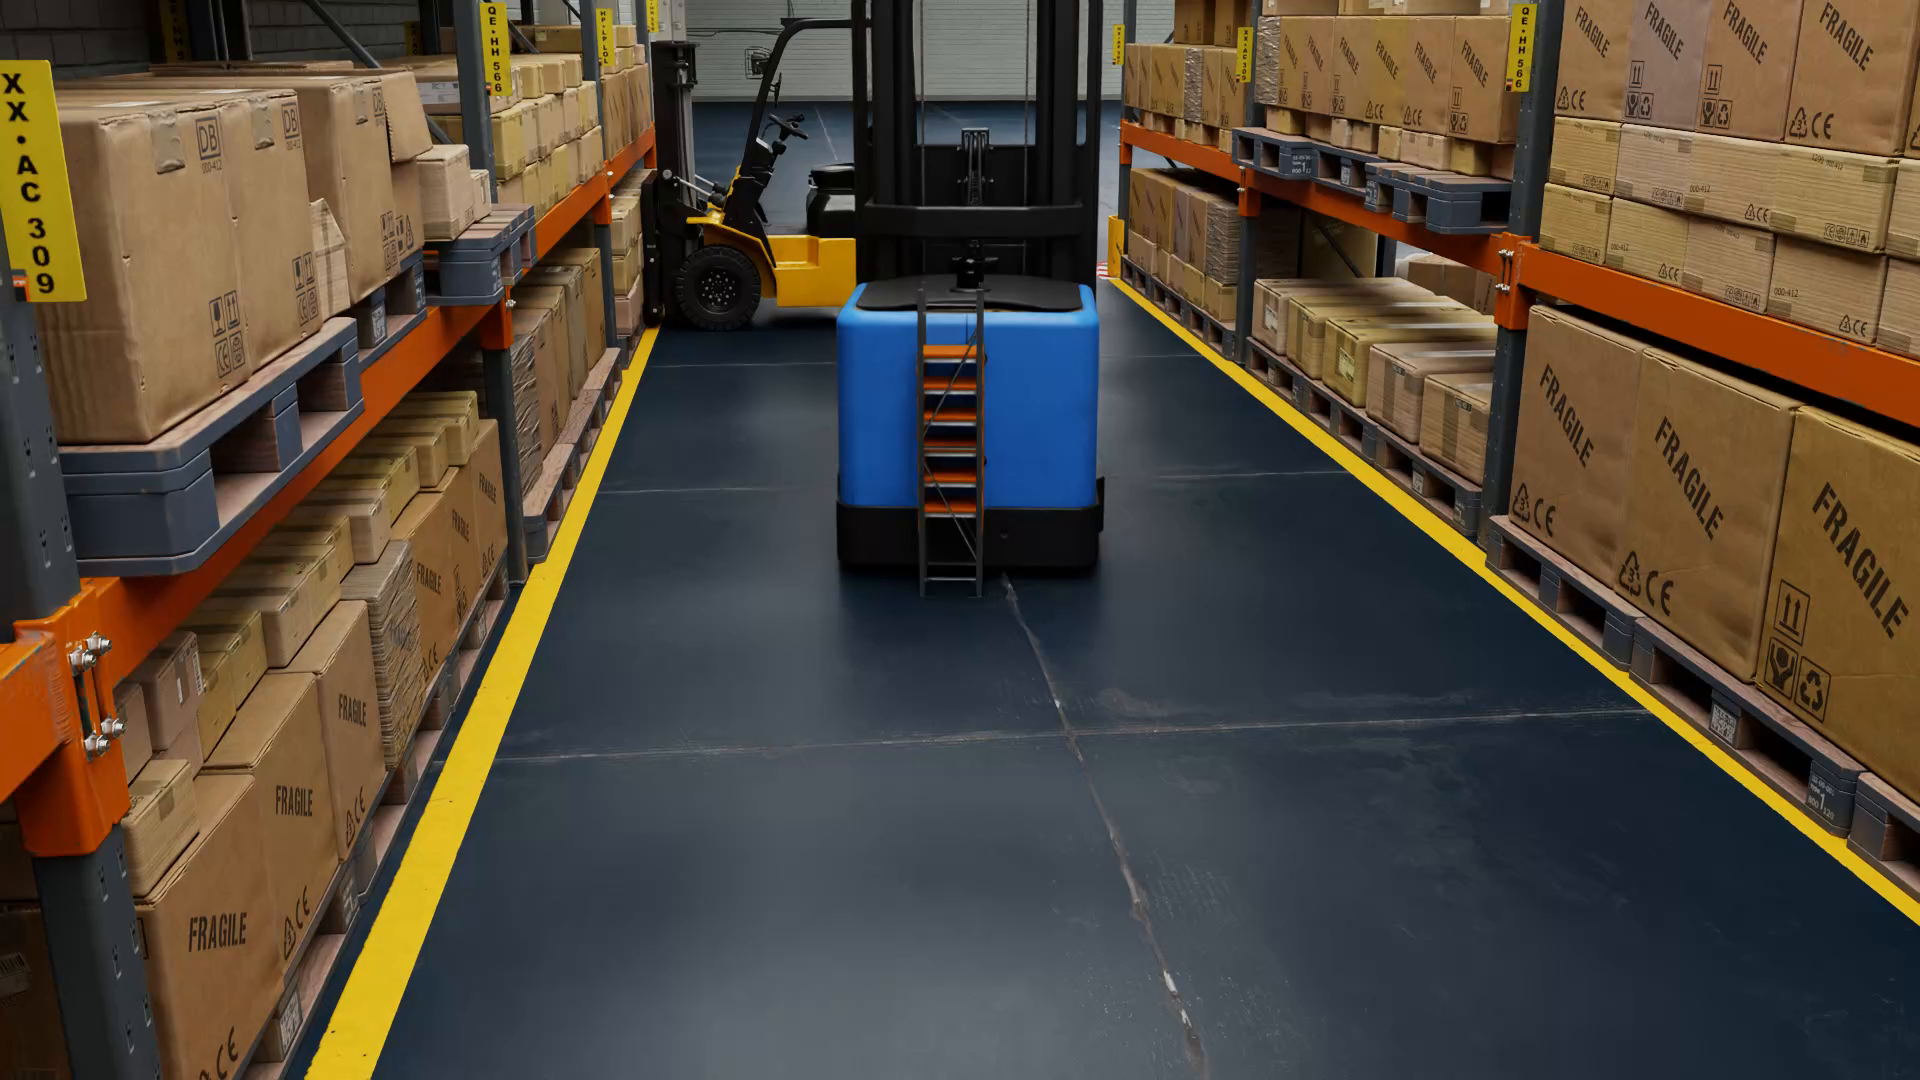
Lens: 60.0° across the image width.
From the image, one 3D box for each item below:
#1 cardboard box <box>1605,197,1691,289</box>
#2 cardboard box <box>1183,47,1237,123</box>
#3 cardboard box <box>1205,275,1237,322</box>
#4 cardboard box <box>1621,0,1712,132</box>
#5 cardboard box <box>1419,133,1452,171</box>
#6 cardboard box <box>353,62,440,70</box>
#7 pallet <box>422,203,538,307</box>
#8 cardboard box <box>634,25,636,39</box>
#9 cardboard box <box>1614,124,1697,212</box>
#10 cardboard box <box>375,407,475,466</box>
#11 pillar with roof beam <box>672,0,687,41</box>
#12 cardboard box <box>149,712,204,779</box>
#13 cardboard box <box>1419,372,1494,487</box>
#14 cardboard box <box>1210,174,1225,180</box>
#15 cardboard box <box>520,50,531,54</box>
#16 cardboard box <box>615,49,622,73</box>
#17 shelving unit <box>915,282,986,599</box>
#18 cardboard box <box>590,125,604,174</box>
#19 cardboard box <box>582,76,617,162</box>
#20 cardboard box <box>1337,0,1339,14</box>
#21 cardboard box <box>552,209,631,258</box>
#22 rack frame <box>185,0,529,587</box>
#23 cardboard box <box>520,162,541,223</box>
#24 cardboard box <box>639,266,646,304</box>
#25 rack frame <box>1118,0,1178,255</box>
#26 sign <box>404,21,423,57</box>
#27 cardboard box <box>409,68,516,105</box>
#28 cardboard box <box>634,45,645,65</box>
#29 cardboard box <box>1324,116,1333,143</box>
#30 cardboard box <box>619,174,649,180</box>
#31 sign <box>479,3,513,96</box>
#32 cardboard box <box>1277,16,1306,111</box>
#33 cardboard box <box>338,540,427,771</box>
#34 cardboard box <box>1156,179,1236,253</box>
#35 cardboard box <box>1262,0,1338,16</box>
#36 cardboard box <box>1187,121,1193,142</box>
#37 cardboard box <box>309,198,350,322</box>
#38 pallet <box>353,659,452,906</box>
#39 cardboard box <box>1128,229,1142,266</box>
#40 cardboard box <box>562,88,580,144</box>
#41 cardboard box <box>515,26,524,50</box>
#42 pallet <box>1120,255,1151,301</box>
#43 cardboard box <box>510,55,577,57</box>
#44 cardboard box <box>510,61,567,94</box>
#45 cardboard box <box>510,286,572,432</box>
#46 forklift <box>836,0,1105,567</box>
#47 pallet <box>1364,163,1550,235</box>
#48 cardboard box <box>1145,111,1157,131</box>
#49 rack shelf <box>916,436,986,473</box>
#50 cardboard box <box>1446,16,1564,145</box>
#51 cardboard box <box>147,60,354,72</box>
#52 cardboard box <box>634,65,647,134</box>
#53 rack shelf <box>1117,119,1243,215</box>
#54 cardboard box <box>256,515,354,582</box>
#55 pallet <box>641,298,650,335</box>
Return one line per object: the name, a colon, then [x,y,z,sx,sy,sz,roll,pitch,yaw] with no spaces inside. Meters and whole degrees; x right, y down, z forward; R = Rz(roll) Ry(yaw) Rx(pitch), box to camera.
cardboard box: [2.578,-1.026,5.689,0.500,0.250,0.500,-2,18,-7]
cardboard box: [1.884,-3.218,11.755,0.500,0.500,0.500,-1,17,-4]
cardboard box: [1.967,-1.652,11.321,0.500,0.250,0.500,-1,17,-3]
cardboard box: [2.576,-1.627,5.515,0.500,0.500,0.500,-2,18,-5]
cardboard box: [2.270,-1.726,7.386,0.380,0.149,0.250,-2,18,-6]
cardboard box: [-2.642,-2.154,7.781,0.380,0.149,0.250,-1,17,-4]
pallet: [-2.090,-0.958,5.542,1.213,0.211,1.003,-2,18,-6]
cardboard box: [-2.698,-3.882,12.789,0.380,0.149,0.250,-1,17,-4]
cardboard box: [2.566,-1.258,5.593,0.500,0.250,0.500,-1,17,-4]
cardboard box: [-1.867,-0.347,5.664,0.380,0.149,0.250,-3,18,-9]
pillar with roof beam: [-2.691,-15.331,40.987,9.100,9.000,0.400,-2,18,-6]
cardboard box: [-1.695,0.430,3.190,0.380,0.149,0.250,-2,18,-7]
cardboard box: [2.659,-0.519,7.509,0.950,0.372,0.625,-3,18,-9]
cardboard box: [2.282,-2.648,13.240,0.500,0.500,0.500,-1,17,-4]
cardboard box: [-3.008,-3.192,11.086,0.380,0.149,0.250,-1,17,-4]
cardboard box: [-2.473,-3.209,11.142,0.380,0.149,0.250,-2,18,-6]
shelving unit: [-0.033,-0.372,6.360,0.258,1.200,0.189,1,17,2]
cardboard box: [-2.330,-2.228,9.515,0.500,0.250,0.500,-1,17,-4]
cardboard box: [-2.428,-2.629,10.377,0.500,0.500,0.500,-2,18,-7]
cardboard box: [2.465,-3.400,10.667,0.700,0.500,0.500,-2,18,-6]
cardboard box: [-2.380,-1.961,10.635,0.500,0.250,0.500,-2,18,-6]
rack frame: [-2.229,-1.250,6.149,1.000,3.000,0.127,-2,18,-6]
cardboard box: [-2.079,-1.468,7.095,0.500,0.250,0.500,-2,18,-7]
cardboard box: [-2.499,-1.788,11.752,0.500,0.250,0.500,-1,17,-5]
rack frame: [1.882,-3.788,14.233,1.000,3.000,0.127,-2,18,-6]
sign: [-3.194,-2.875,9.748,0.100,0.325,0.005,-2,18,-6]
cardboard box: [-2.050,-1.866,6.863,0.380,0.149,0.250,-1,17,-4]
cardboard box: [-2.684,-3.820,13.088,0.380,0.149,0.250,-1,17,-5]
cardboard box: [2.169,-2.193,8.874,0.380,0.149,0.250,-2,18,-5]
cardboard box: [-2.638,-2.719,13.050,0.500,0.250,0.500,-1,17,-5]
sign: [-1.690,-1.784,6.050,0.100,0.325,0.005,-2,18,-6]
cardboard box: [2.110,-2.688,9.367,0.500,0.500,0.500,-2,18,-5]
cardboard box: [-1.802,0.321,4.617,0.500,0.500,0.500,-2,18,-8]
cardboard box: [1.795,-2.472,12.682,0.500,0.500,0.500,-1,17,-5]
cardboard box: [1.992,-3.144,9.737,0.380,0.149,0.250,-2,18,-6]
cardboard box: [1.854,-2.942,11.960,0.380,0.149,0.250,-2,18,-7]
cardboard box: [-1.578,-0.620,3.667,0.396,0.266,0.258,-1,17,-3]
pallet: [-2.067,0.667,4.700,1.003,0.211,1.213,-2,18,-6]
cardboard box: [1.691,-2.427,13.790,0.500,0.250,0.500,-2,18,-6]
cardboard box: [-2.230,-2.164,8.479,0.500,0.250,0.500,-1,17,-5]
cardboard box: [-3.095,-3.331,11.034,0.380,0.149,0.250,-2,18,-7]
pallet: [1.939,-2.191,13.805,1.003,0.211,1.213,-2,18,-6]
cardboard box: [-2.341,-2.627,9.288,0.380,0.149,0.250,-2,18,-6]
cardboard box: [-2.120,-2.247,8.077,0.380,0.149,0.250,-2,18,-7]
cardboard box: [-2.425,-0.898,8.294,0.875,0.625,0.625,-3,18,-8]
forklift: [0.084,-1.680,7.636,1.130,2.935,3.031,1,17,2]
pallet: [2.528,-1.522,7.336,1.213,0.211,1.003,-2,18,-6]
cardboard box: [1.679,-3.327,13.185,0.380,0.149,0.250,-2,17,-5]
rack shelf: [-0.033,-0.330,6.374,0.258,0.103,0.180,1,17,2]
cardboard box: [2.384,-1.921,6.923,0.500,0.500,0.500,-2,18,-7]
cardboard box: [-2.332,-1.339,5.568,0.500,0.500,0.500,-1,17,-3]
cardboard box: [-2.698,-3.387,12.792,0.500,0.500,0.500,-1,17,-4]
rack shelf: [2.089,-2.848,12.443,1.077,0.370,4.000,-2,18,-6]
cardboard box: [-1.843,0.043,4.421,0.380,0.149,0.250,-2,18,-5]
pallet: [-2.811,-1.713,12.282,1.003,0.211,1.213,-2,18,-6]
